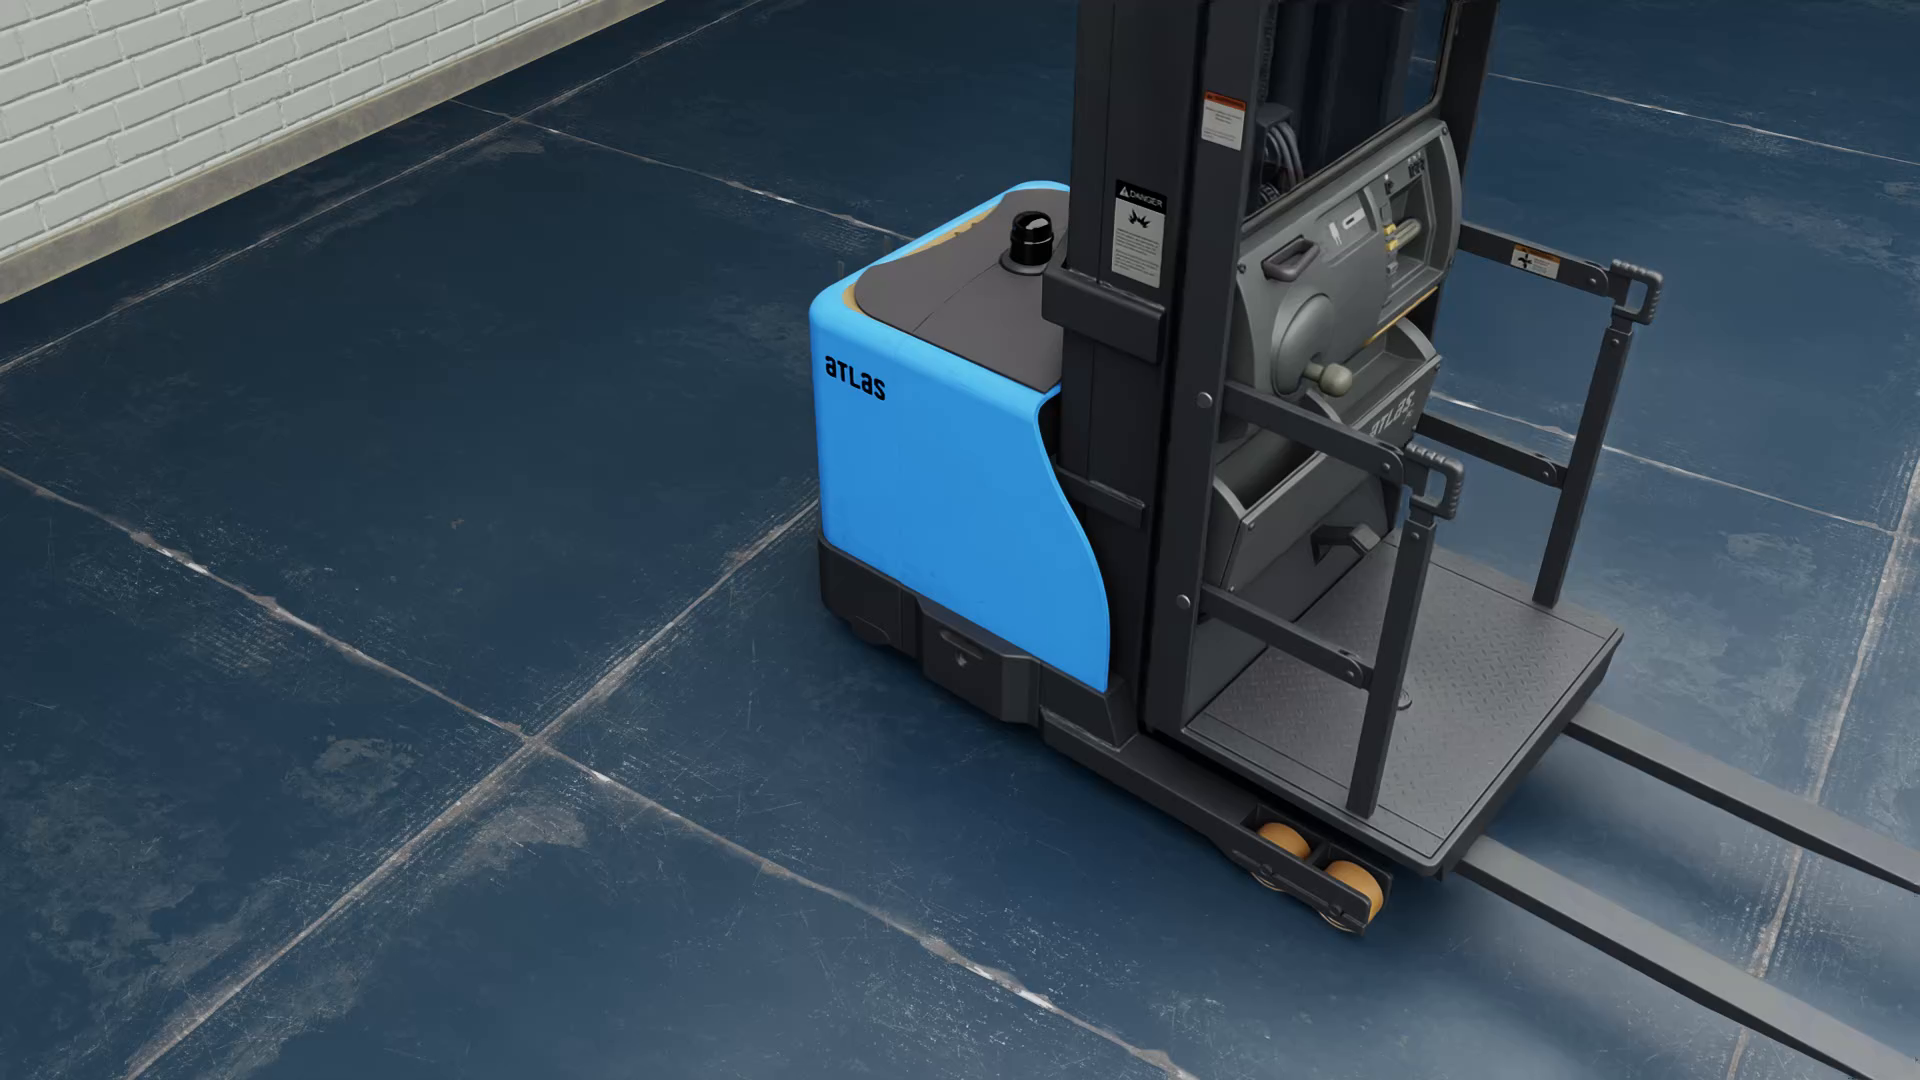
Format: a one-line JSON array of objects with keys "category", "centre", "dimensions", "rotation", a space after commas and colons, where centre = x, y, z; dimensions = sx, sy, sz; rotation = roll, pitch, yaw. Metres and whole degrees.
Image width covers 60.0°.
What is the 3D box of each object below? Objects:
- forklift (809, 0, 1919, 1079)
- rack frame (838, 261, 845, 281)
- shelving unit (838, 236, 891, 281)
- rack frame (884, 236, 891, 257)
[{"category": "forklift", "centre": [1.041, -0.584, 3.607], "dimensions": [3.031, 2.935, 1.130], "rotation": [27, 45, 31]}, {"category": "rack frame", "centre": [-0.259, -0.407, 5.041], "dimensions": [0.240, 0.900, 0.006], "rotation": [26, 45, 30]}, {"category": "shelving unit", "centre": [-0.195, -0.455, 5.103], "dimensions": [0.258, 0.900, 0.210], "rotation": [26, 45, 30]}, {"category": "rack frame", "centre": [-0.132, -0.504, 5.166], "dimensions": [0.240, 0.900, 0.006], "rotation": [26, 45, 30]}]
